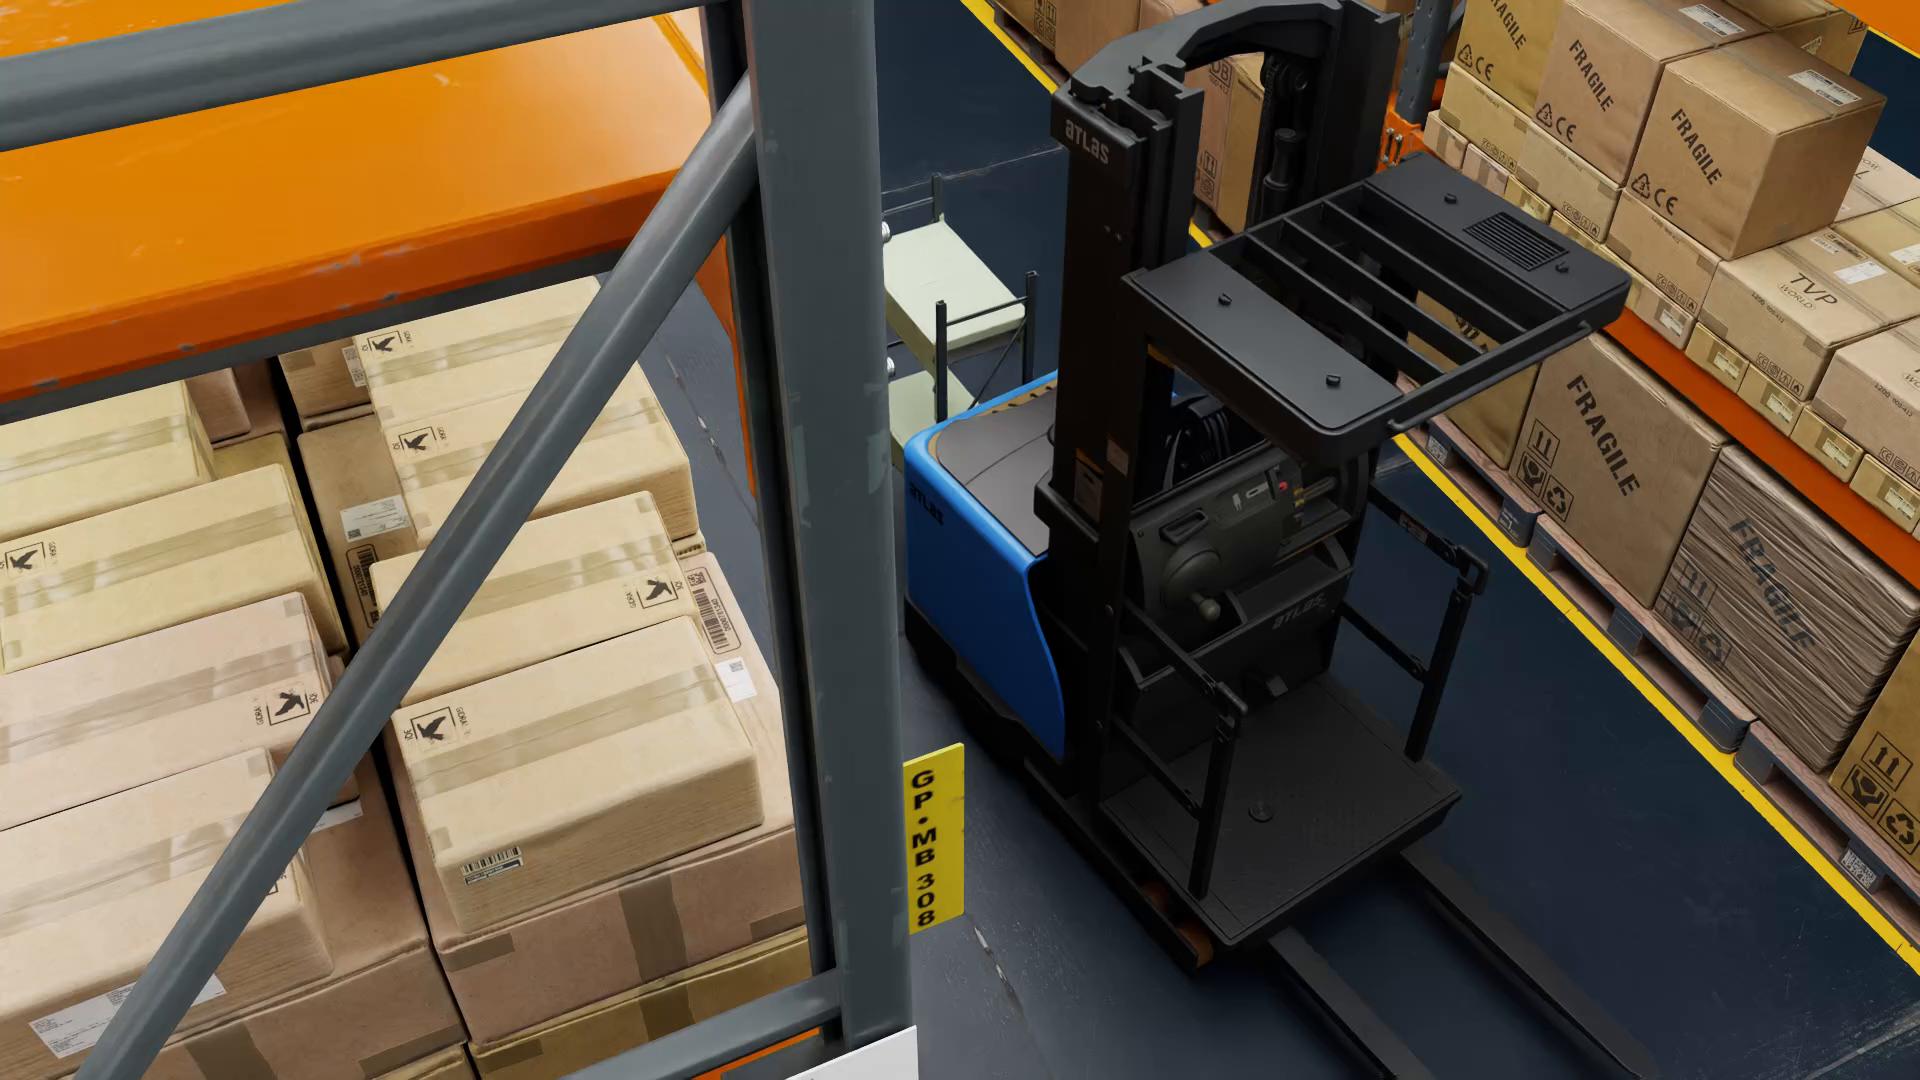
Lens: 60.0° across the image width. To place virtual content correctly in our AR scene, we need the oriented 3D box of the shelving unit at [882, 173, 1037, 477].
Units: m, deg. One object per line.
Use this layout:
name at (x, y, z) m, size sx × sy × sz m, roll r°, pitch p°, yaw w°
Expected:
shelving unit at (-0.079, -0.586, 6.645) m, size 0.431 × 1.500 × 0.755 m, roll -21°, pitch 48°, yaw -20°

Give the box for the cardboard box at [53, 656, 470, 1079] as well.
cardboard box at (-0.959, 0.476, 2.116) m, size 0.500 × 0.250 × 0.500 m, roll -19°, pitch 48°, yaw -19°

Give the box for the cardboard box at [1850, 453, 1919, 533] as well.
cardboard box at (3.129, -0.205, 5.370) m, size 0.380 × 0.149 × 0.250 m, roll -19°, pitch 48°, yaw -18°

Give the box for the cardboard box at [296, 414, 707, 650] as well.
cardboard box at (-0.703, 0.005, 2.593) m, size 0.500 × 0.250 × 0.500 m, roll -19°, pitch 48°, yaw -18°

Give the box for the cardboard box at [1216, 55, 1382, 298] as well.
cardboard box at (2.040, -1.858, 8.080) m, size 1.225 × 0.875 × 0.875 m, roll -18°, pitch 47°, yaw -17°

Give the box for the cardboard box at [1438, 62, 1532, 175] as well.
cardboard box at (2.287, -1.739, 6.640) m, size 0.500 × 0.250 × 0.500 m, roll -19°, pitch 48°, yaw -18°

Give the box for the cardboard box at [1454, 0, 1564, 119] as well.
cardboard box at (2.296, -2.002, 6.373) m, size 0.500 × 0.500 × 0.500 m, roll -18°, pitch 47°, yaw -17°

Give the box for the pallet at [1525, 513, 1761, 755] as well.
pallet at (3.092, 0.216, 6.750) m, size 1.003 × 0.211 × 1.213 m, roll -18°, pitch 47°, yaw -17°

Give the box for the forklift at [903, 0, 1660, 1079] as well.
forklift at (1.031, 0.018, 5.014) m, size 1.130 × 2.935 × 3.031 m, roll -26°, pitch 50°, yaw -24°

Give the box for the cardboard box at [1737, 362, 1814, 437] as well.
cardboard box at (2.918, -0.529, 5.698) m, size 0.380 × 0.149 × 0.250 m, roll -17°, pitch 47°, yaw -17°

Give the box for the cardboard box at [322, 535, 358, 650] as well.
cardboard box at (-1.383, 0.017, 2.937) m, size 0.500 × 0.250 × 0.500 m, roll -16°, pitch 47°, yaw -16°

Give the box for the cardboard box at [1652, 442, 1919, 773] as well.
cardboard box at (3.284, 0.129, 6.067) m, size 0.875 × 0.875 × 0.875 m, roll -18°, pitch 47°, yaw -17°

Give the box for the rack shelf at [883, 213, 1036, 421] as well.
rack shelf at (-0.079, -0.864, 6.371) m, size 0.431 × 0.370 × 0.720 m, roll -21°, pitch 48°, yaw -20°

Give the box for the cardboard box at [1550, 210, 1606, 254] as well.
cardboard box at (2.483, -1.185, 6.363) m, size 0.380 × 0.149 × 0.250 m, roll -19°, pitch 48°, yaw -18°

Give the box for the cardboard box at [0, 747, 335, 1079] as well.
cardboard box at (-0.940, 0.427, 1.882) m, size 0.380 × 0.149 × 0.250 m, roll -18°, pitch 48°, yaw -18°

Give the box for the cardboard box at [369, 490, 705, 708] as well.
cardboard box at (-0.555, 0.111, 2.202) m, size 0.380 × 0.149 × 0.250 m, roll -16°, pitch 47°, yaw -16°

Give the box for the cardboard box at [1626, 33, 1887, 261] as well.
cardboard box at (2.719, -1.355, 5.718) m, size 0.500 × 0.500 × 0.500 m, roll -19°, pitch 48°, yaw -19°

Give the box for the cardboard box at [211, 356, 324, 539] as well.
cardboard box at (-1.388, -0.177, 2.778) m, size 0.500 × 0.250 × 0.500 m, roll -17°, pitch 47°, yaw -17°

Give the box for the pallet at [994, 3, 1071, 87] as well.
pallet at (0.908, -3.095, 10.105) m, size 1.003 × 0.211 × 1.213 m, roll -18°, pitch 47°, yaw -17°

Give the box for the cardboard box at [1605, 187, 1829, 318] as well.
cardboard box at (2.714, -1.092, 5.985) m, size 0.500 × 0.250 × 0.500 m, roll -17°, pitch 47°, yaw -16°

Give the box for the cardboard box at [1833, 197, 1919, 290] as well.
cardboard box at (3.395, -0.934, 5.824) m, size 0.500 × 0.250 × 0.500 m, roll -19°, pitch 48°, yaw -18°

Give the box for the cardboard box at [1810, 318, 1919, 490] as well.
cardboard box at (3.137, -0.445, 5.329) m, size 0.500 × 0.250 × 0.500 m, roll -20°, pitch 48°, yaw -19°

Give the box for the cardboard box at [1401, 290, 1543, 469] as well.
cardboard box at (2.532, -1.012, 7.223) m, size 0.875 × 0.875 × 0.875 m, roll -18°, pitch 47°, yaw -17°

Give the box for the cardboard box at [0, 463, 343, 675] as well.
cardboard box at (-1.064, 0.078, 2.236) m, size 0.380 × 0.149 × 0.250 m, roll -19°, pitch 48°, yaw -19°

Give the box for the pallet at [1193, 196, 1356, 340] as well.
pallet at (1.934, -1.540, 8.529) m, size 1.003 × 0.211 × 1.213 m, roll -18°, pitch 47°, yaw -17°

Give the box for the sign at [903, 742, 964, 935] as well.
sign at (-0.042, 0.347, 1.873) m, size 0.100 × 0.325 × 0.005 m, roll -18°, pitch 47°, yaw -17°

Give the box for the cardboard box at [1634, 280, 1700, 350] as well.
cardboard box at (2.695, -0.861, 6.035) m, size 0.380 × 0.149 × 0.250 m, roll -18°, pitch 47°, yaw -17°

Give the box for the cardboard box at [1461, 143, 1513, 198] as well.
cardboard box at (2.260, -1.520, 6.702) m, size 0.380 × 0.149 × 0.250 m, roll -20°, pitch 48°, yaw -19°

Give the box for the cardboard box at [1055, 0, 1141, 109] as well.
cardboard box at (1.284, -2.989, 9.226) m, size 1.225 × 0.875 × 0.875 m, roll -18°, pitch 47°, yaw -17°

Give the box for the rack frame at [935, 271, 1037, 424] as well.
rack frame at (0.094, -0.359, 6.415) m, size 0.400 × 1.500 × 0.023 m, roll -21°, pitch 48°, yaw -20°

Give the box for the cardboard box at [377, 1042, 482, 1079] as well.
cardboard box at (-0.965, 0.660, 2.285) m, size 0.500 × 0.250 × 0.500 m, roll -19°, pitch 48°, yaw -18°

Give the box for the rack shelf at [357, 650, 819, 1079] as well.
rack shelf at (-1.375, -0.200, 3.562) m, size 1.077 × 0.370 × 4.000 m, roll -18°, pitch 47°, yaw -17°

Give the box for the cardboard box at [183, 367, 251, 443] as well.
cardboard box at (-1.325, -0.238, 2.556) m, size 0.380 × 0.149 × 0.250 m, roll -19°, pitch 48°, yaw -18°

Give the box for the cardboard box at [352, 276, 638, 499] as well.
cardboard box at (-0.704, -0.239, 2.557) m, size 0.380 × 0.149 × 0.250 m, roll -17°, pitch 47°, yaw -17°

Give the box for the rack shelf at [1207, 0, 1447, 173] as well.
rack shelf at (1.486, -3.082, 8.618) m, size 1.077 × 0.370 × 4.000 m, roll -18°, pitch 47°, yaw -17°

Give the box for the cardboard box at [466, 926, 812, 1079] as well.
cardboard box at (-0.491, 0.510, 2.437) m, size 0.500 × 0.250 × 0.500 m, roll -16°, pitch 47°, yaw -16°

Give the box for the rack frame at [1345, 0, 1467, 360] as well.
rack frame at (2.327, -2.063, 7.074) m, size 1.000 × 3.000 × 0.127 m, roll -18°, pitch 47°, yaw -17°
